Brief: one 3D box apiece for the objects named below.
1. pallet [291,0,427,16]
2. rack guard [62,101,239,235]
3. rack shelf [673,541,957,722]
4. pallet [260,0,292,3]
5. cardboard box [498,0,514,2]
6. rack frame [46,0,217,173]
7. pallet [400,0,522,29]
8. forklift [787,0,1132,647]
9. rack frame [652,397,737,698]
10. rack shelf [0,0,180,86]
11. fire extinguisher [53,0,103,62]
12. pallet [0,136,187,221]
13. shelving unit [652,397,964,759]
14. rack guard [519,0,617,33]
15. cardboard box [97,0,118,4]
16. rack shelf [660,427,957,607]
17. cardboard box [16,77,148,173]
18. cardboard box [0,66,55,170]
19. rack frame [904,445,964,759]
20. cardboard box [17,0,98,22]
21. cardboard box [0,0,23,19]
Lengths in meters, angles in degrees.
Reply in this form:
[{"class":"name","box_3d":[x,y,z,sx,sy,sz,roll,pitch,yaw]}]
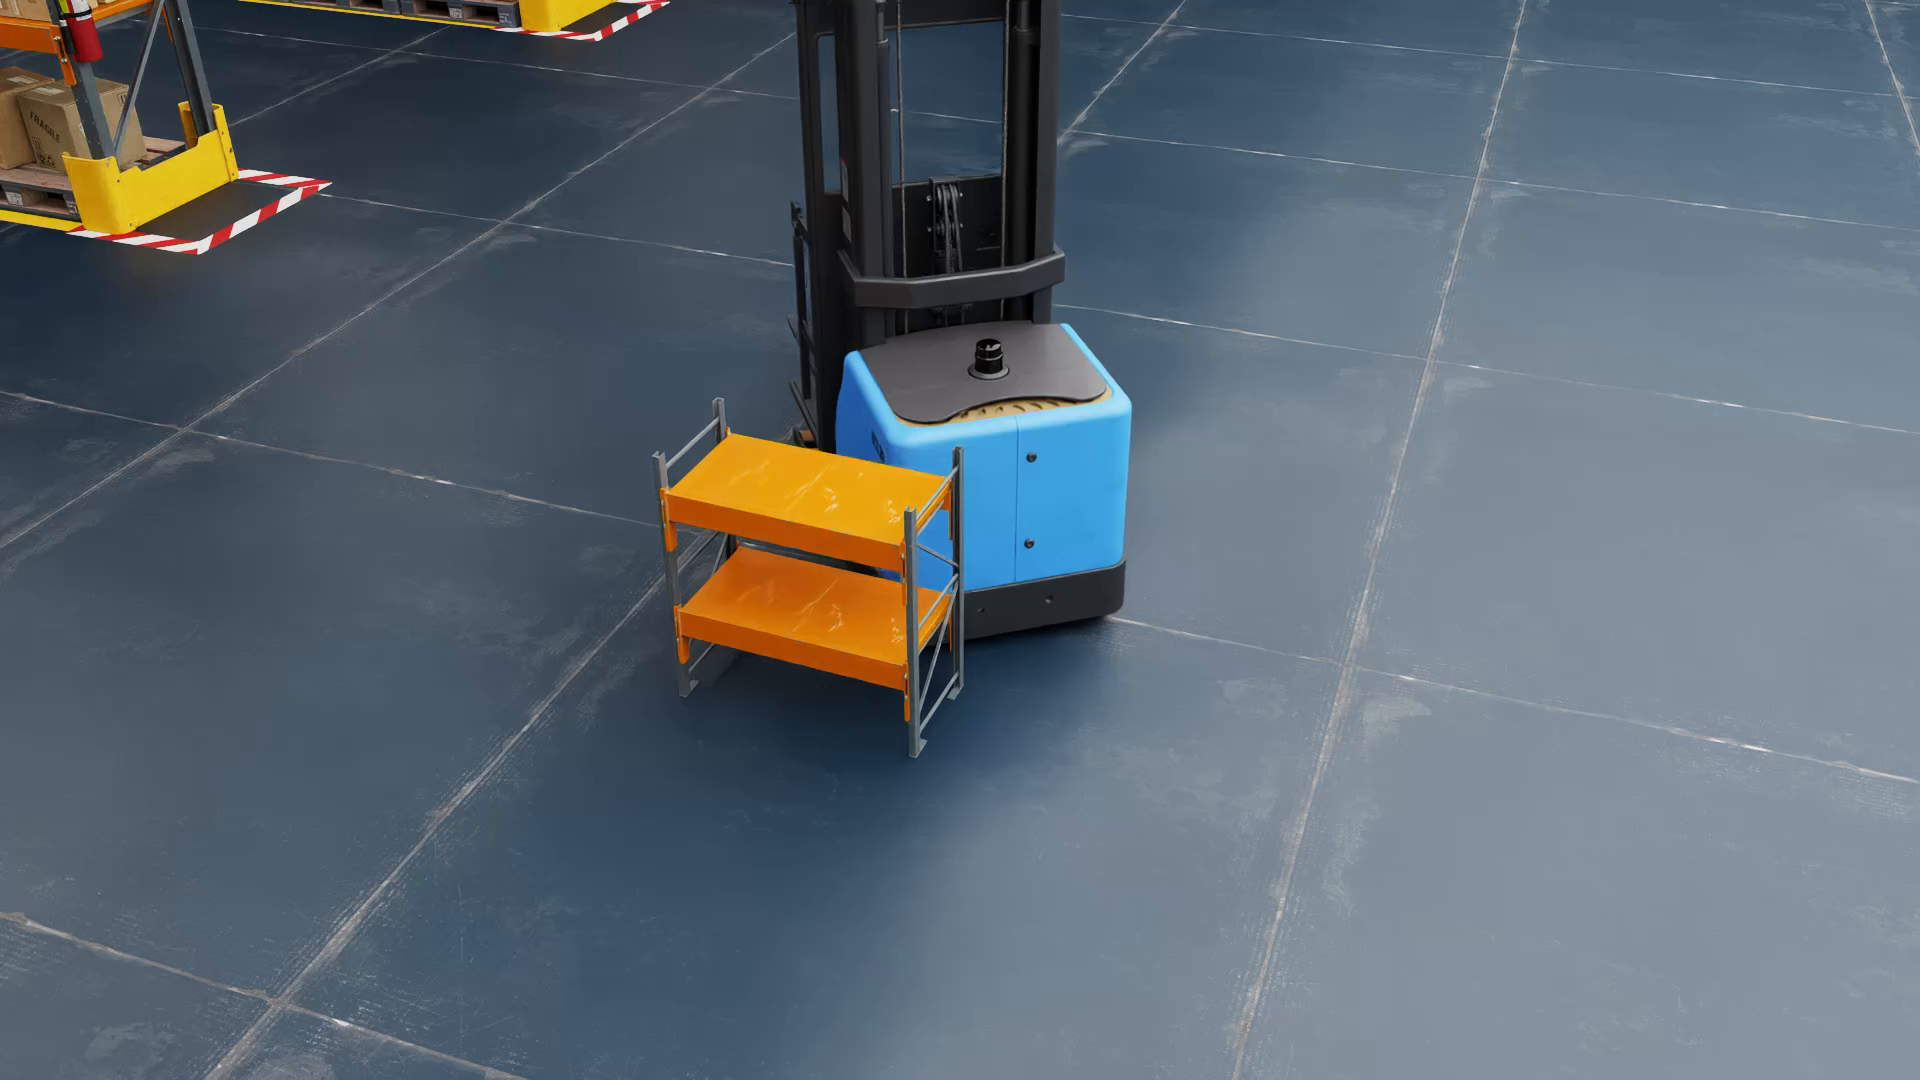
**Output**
[{"class":"pallet","box_3d":[-5.500,-5.226,15.649,1.213,0.211,1.003,11,34,16]},{"class":"rack guard","box_3d":[-5.417,-2.516,11.187,0.348,0.500,1.175,11,34,16]},{"class":"rack shelf","box_3d":[-0.563,0.348,6.625,1.000,0.278,0.538,12,35,18]},{"class":"pallet","box_3d":[-6.653,-5.448,15.994,1.213,0.211,1.003,11,34,16]},{"class":"cardboard box","box_3d":[-4.237,-5.441,14.983,0.875,0.875,0.875,11,35,17]},{"class":"rack frame","box_3d":[-5.345,-3.553,10.487,0.127,3.000,1.000,11,34,16]},{"class":"pallet","box_3d":[-4.356,-5.002,15.302,1.213,0.211,1.003,11,34,16]},{"class":"forklift","box_3d":[-0.204,-1.572,7.483,1.130,2.935,3.031,-9,34,-14]},{"class":"rack frame","box_3d":[-1.035,0.040,6.651,0.032,1.125,0.500,12,35,18]},{"class":"rack shelf","box_3d":[-7.228,-3.616,11.249,4.000,0.370,1.077,11,34,16]},{"class":"fire extinguisher","box_3d":[-5.393,-3.264,10.111,0.183,0.674,0.296,11,34,16]},{"class":"pallet","box_3d":[-6.169,-2.562,11.523,1.213,0.211,1.003,11,34,16]},{"class":"shelving unit","box_3d":[-0.563,0.143,6.492,1.048,1.125,0.538,12,35,18]},{"class":"rack guard","box_3d":[-3.554,-5.012,15.052,0.348,0.500,1.175,11,34,16]},{"class":"cardboard box","box_3d":[-5.533,-3.621,10.824,0.250,0.149,0.380,11,34,16]},{"class":"rack shelf","box_3d":[-0.563,-0.103,6.333,1.000,0.278,0.538,12,35,18]},{"class":"cardboard box","box_3d":[-5.927,-2.802,11.241,0.500,0.500,0.500,18,37,25]},{"class":"cardboard box","box_3d":[-6.502,-2.894,11.384,0.500,0.500,0.500,21,38,29]},{"class":"rack frame","box_3d":[-0.091,0.245,6.333,0.032,1.125,0.500,12,35,18]},{"class":"cardboard box","box_3d":[-5.683,-3.394,10.473,0.250,0.149,0.380,11,34,16]},{"class":"cardboard box","box_3d":[-5.918,-3.440,10.544,0.250,0.149,0.380,11,34,16]}]
